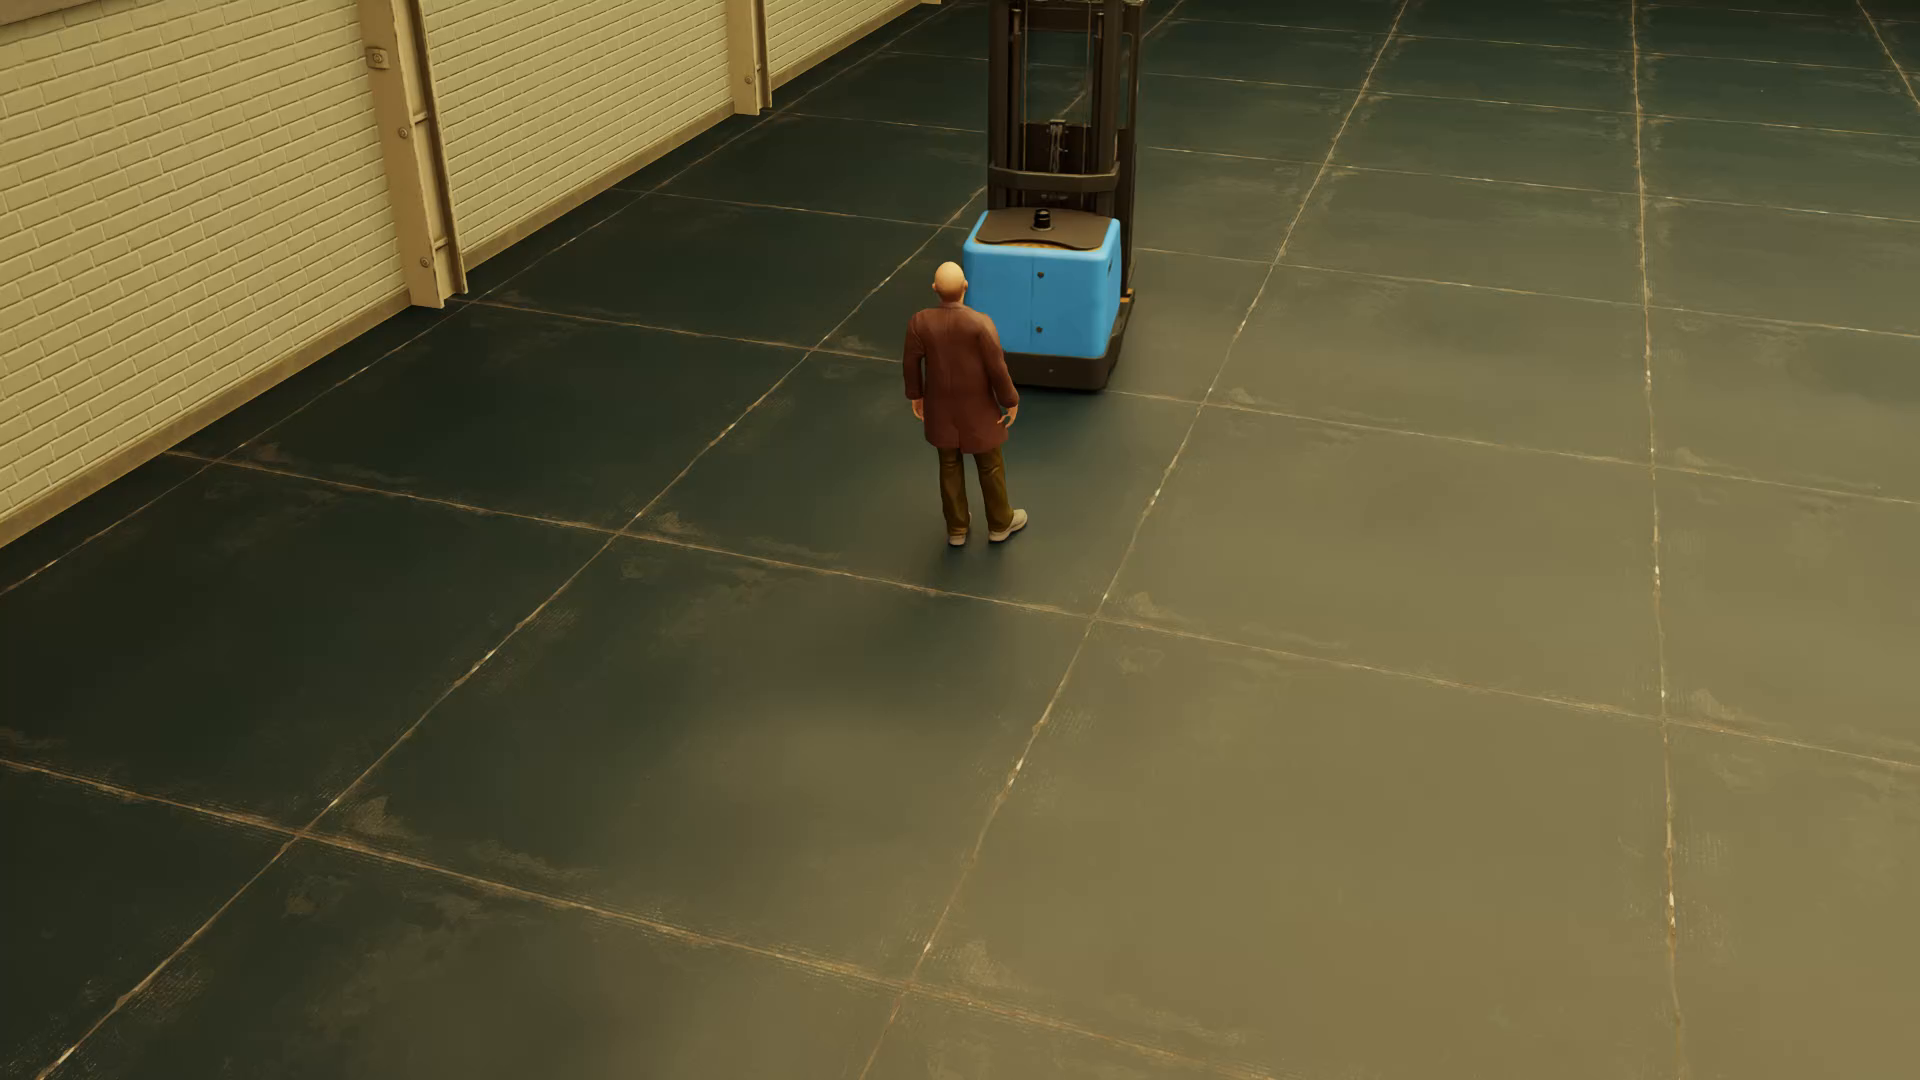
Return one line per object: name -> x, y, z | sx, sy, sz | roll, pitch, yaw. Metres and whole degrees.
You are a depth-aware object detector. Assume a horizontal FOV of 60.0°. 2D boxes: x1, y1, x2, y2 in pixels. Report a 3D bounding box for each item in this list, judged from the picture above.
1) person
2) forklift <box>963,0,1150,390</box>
person -> 0.033, -0.821, 9.727 | 0.698, 1.777, 0.579 | 10, 31, 16
forklift -> 0.797, -3.055, 12.496 | 1.130, 2.935, 3.031 | 6, 30, 10
